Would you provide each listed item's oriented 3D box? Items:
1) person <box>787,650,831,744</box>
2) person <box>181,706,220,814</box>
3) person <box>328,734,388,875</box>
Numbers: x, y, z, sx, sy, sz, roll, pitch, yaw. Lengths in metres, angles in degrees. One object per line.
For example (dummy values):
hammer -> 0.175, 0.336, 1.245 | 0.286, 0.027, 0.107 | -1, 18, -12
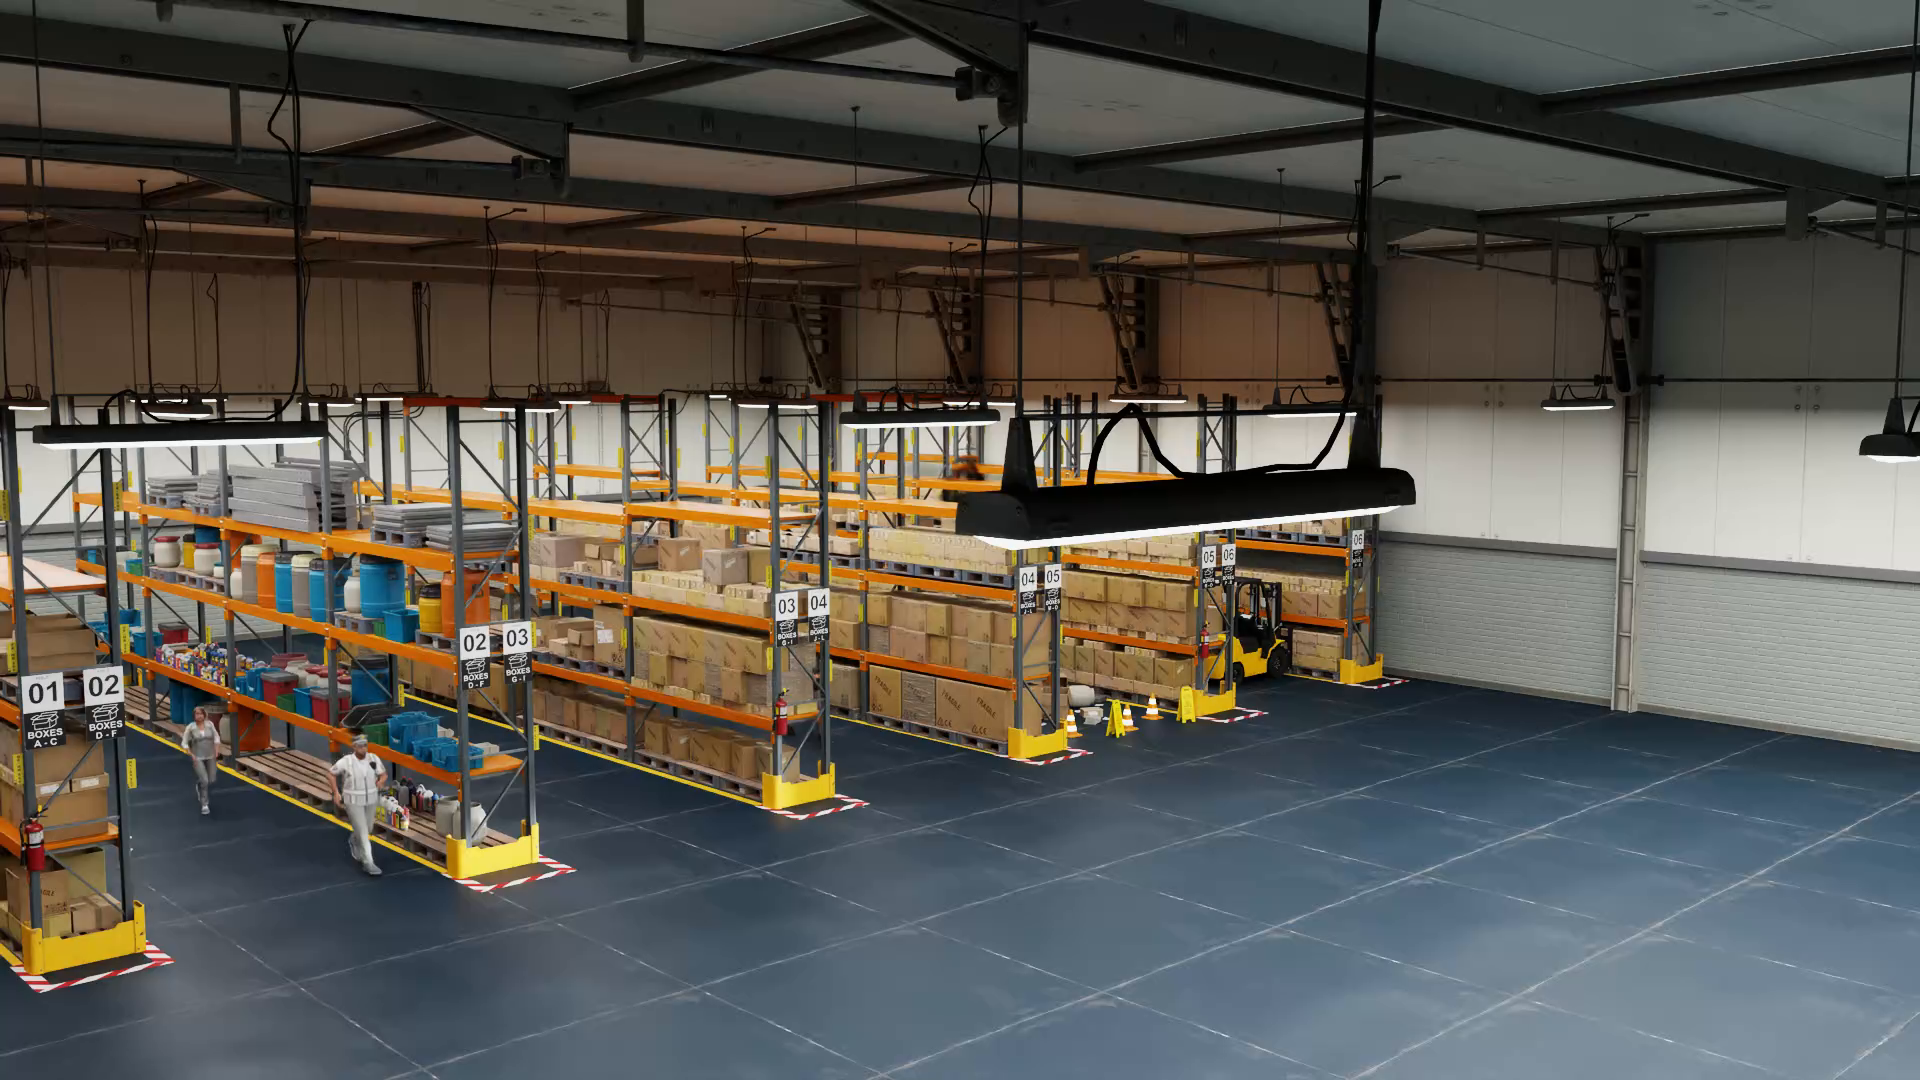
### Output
person -> -2.642, 2.660, 29.121 | 0.945, 1.757, 0.665 | 5, 8, 44
person -> -11.129, 3.207, 24.397 | 0.536, 1.568, 0.506 | -4, 7, -39
person -> -7.724, 3.350, 21.425 | 0.676, 1.760, 1.001 | -5, 8, -44
